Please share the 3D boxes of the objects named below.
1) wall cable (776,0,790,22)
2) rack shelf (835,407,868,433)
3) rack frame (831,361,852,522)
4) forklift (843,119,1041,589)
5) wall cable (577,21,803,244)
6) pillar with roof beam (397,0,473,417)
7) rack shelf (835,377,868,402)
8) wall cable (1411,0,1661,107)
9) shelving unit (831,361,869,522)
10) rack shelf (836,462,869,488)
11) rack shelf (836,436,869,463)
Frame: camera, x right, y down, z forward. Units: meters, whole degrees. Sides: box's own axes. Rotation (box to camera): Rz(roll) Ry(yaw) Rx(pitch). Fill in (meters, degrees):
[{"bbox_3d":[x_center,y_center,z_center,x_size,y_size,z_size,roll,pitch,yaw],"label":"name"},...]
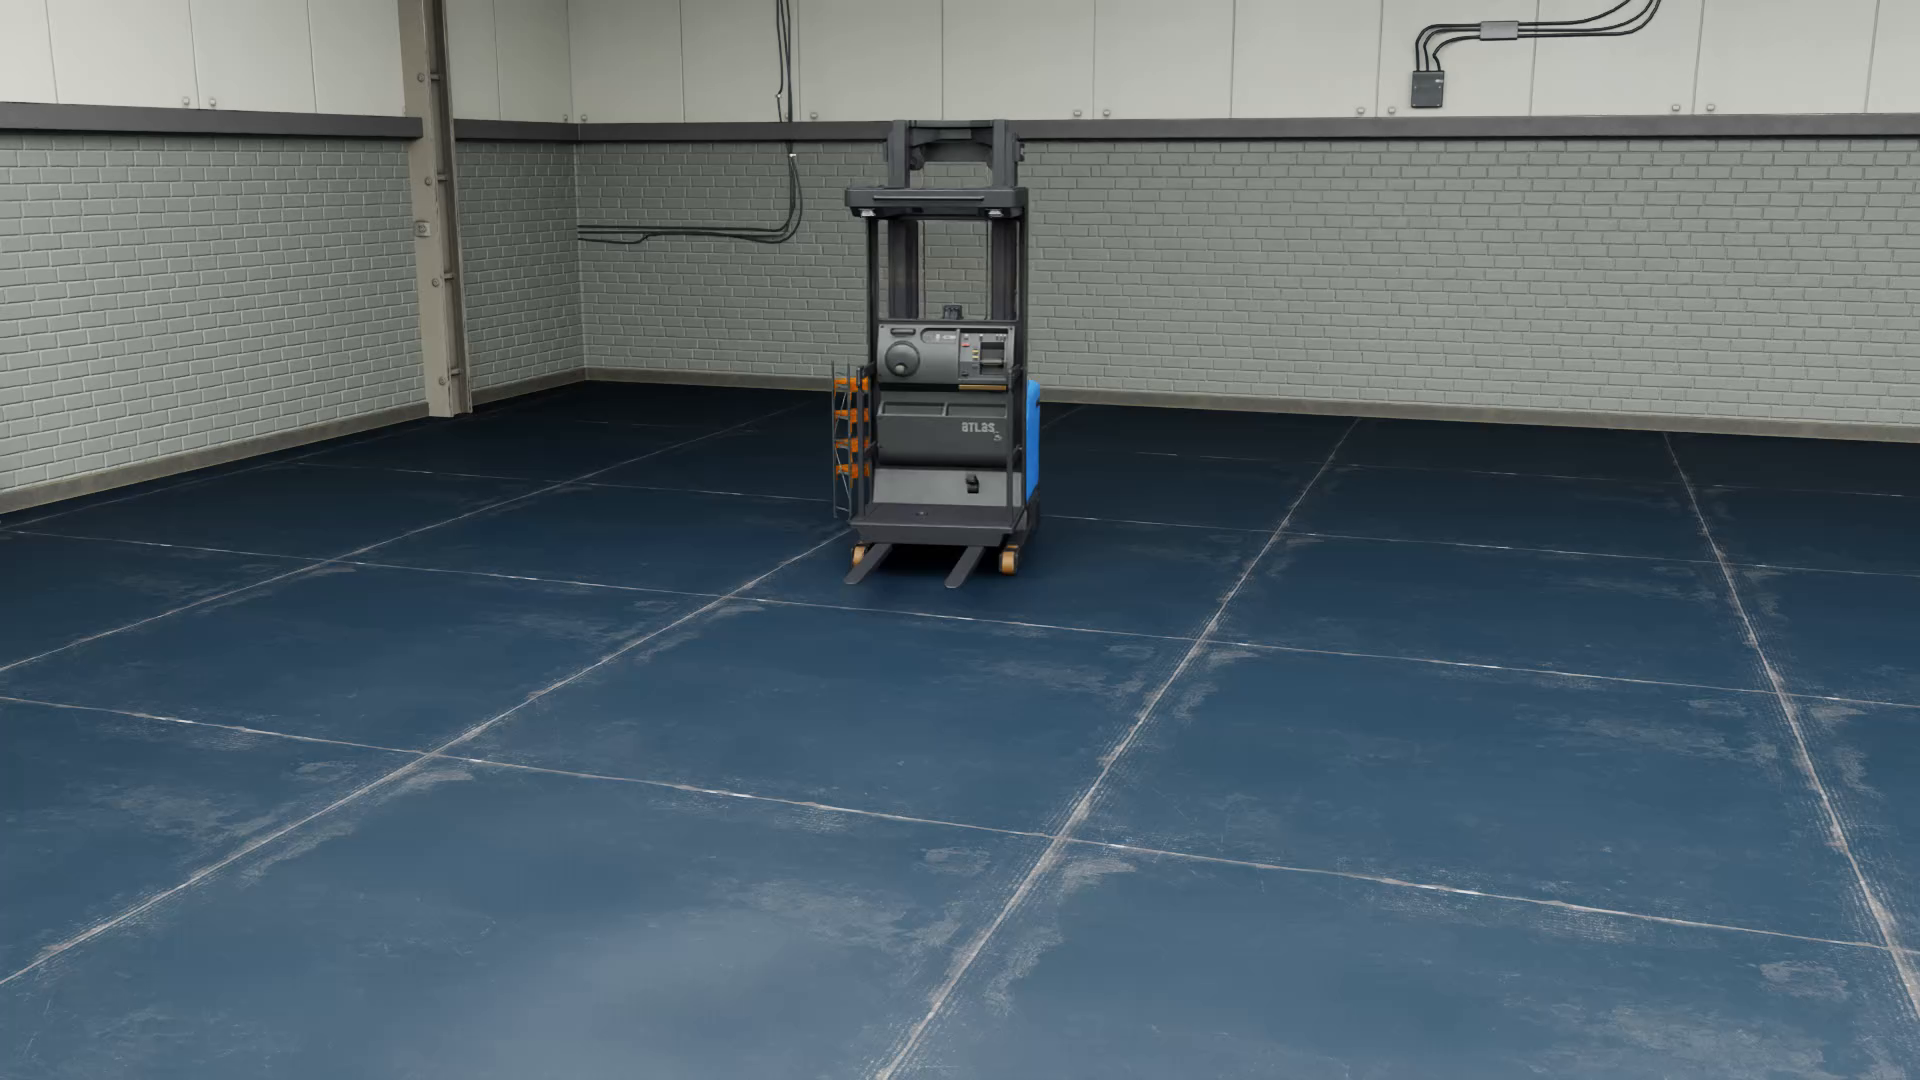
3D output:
[{"bbox_3d":[-0.744,-7.028,18.186,3.097,2.526,0.112,4,14,18],"label":"wall cable"},{"bbox_3d":[-0.695,-0.925,12.639,0.480,0.148,0.258,-9,16,-35],"label":"rack shelf"},{"bbox_3d":[-0.891,-0.740,12.533,0.015,1.200,0.240,-9,16,-35],"label":"rack frame"},{"bbox_3d":[-0.124,-1.276,10.993,1.130,2.935,3.031,2,13,8],"label":"forklift"},{"bbox_3d":[-3.304,-4.761,19.602,3.097,2.526,0.112,4,14,18],"label":"wall cable"},{"bbox_3d":[-1.435,-5.440,15.598,9.100,9.000,0.400,4,14,18],"label":"pillar with roof beam"},{"bbox_3d":[-0.695,-1.155,12.587,0.480,0.148,0.258,-9,16,-35],"label":"rack shelf"},{"bbox_3d":[5.674,-7.246,15.868,2.305,6.003,0.169,4,14,18],"label":"wall cable"},{"bbox_3d":[-0.695,-0.772,12.674,0.503,1.200,0.258,-9,16,-35],"label":"shelving unit"},{"bbox_3d":[-0.695,-0.513,12.733,0.480,0.148,0.258,-9,16,-35],"label":"rack shelf"},{"bbox_3d":[-0.695,-0.706,12.689,0.480,0.148,0.258,-9,16,-35],"label":"rack shelf"}]
